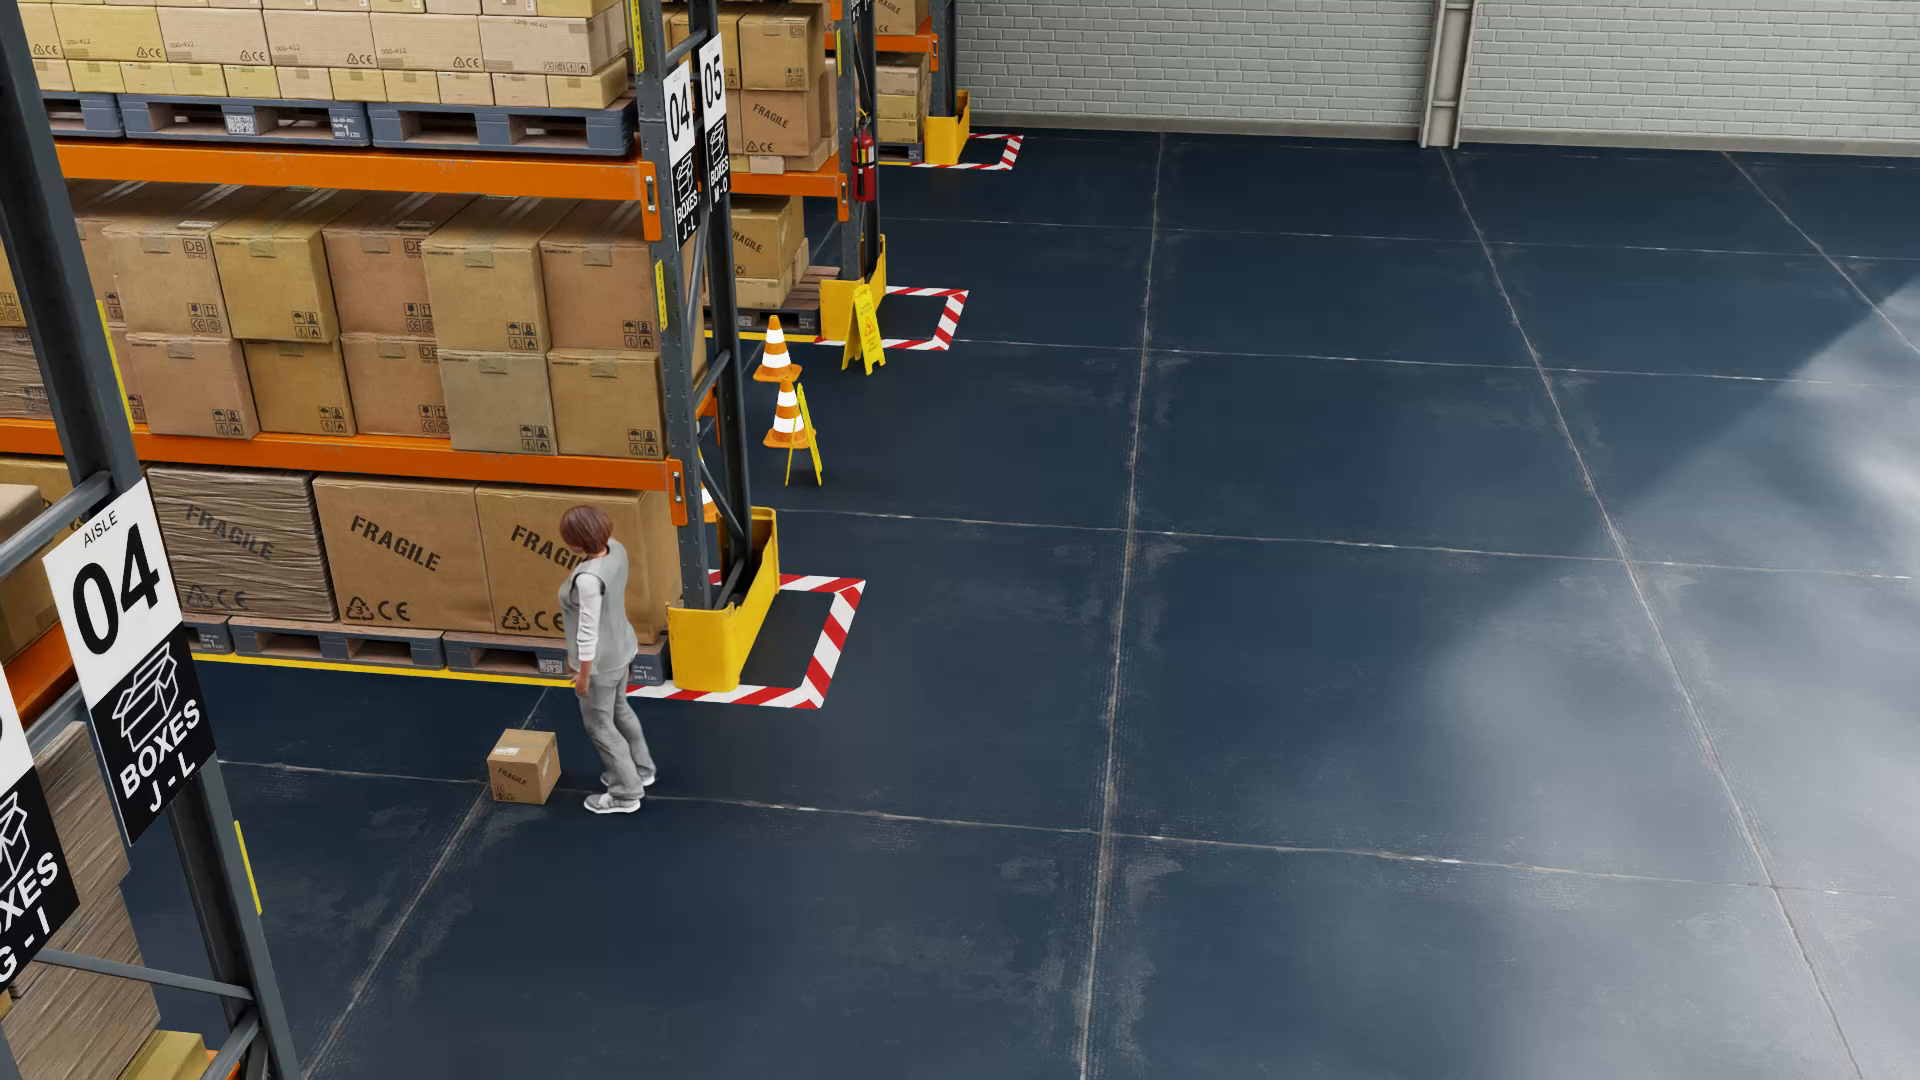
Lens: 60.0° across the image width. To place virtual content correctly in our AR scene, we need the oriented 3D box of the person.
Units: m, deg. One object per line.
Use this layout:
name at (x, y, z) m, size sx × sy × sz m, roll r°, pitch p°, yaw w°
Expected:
person at (-1.639, 0.555, 7.640) m, size 0.303 × 1.596 × 0.407 m, roll 4°, pitch 29°, yaw 7°
